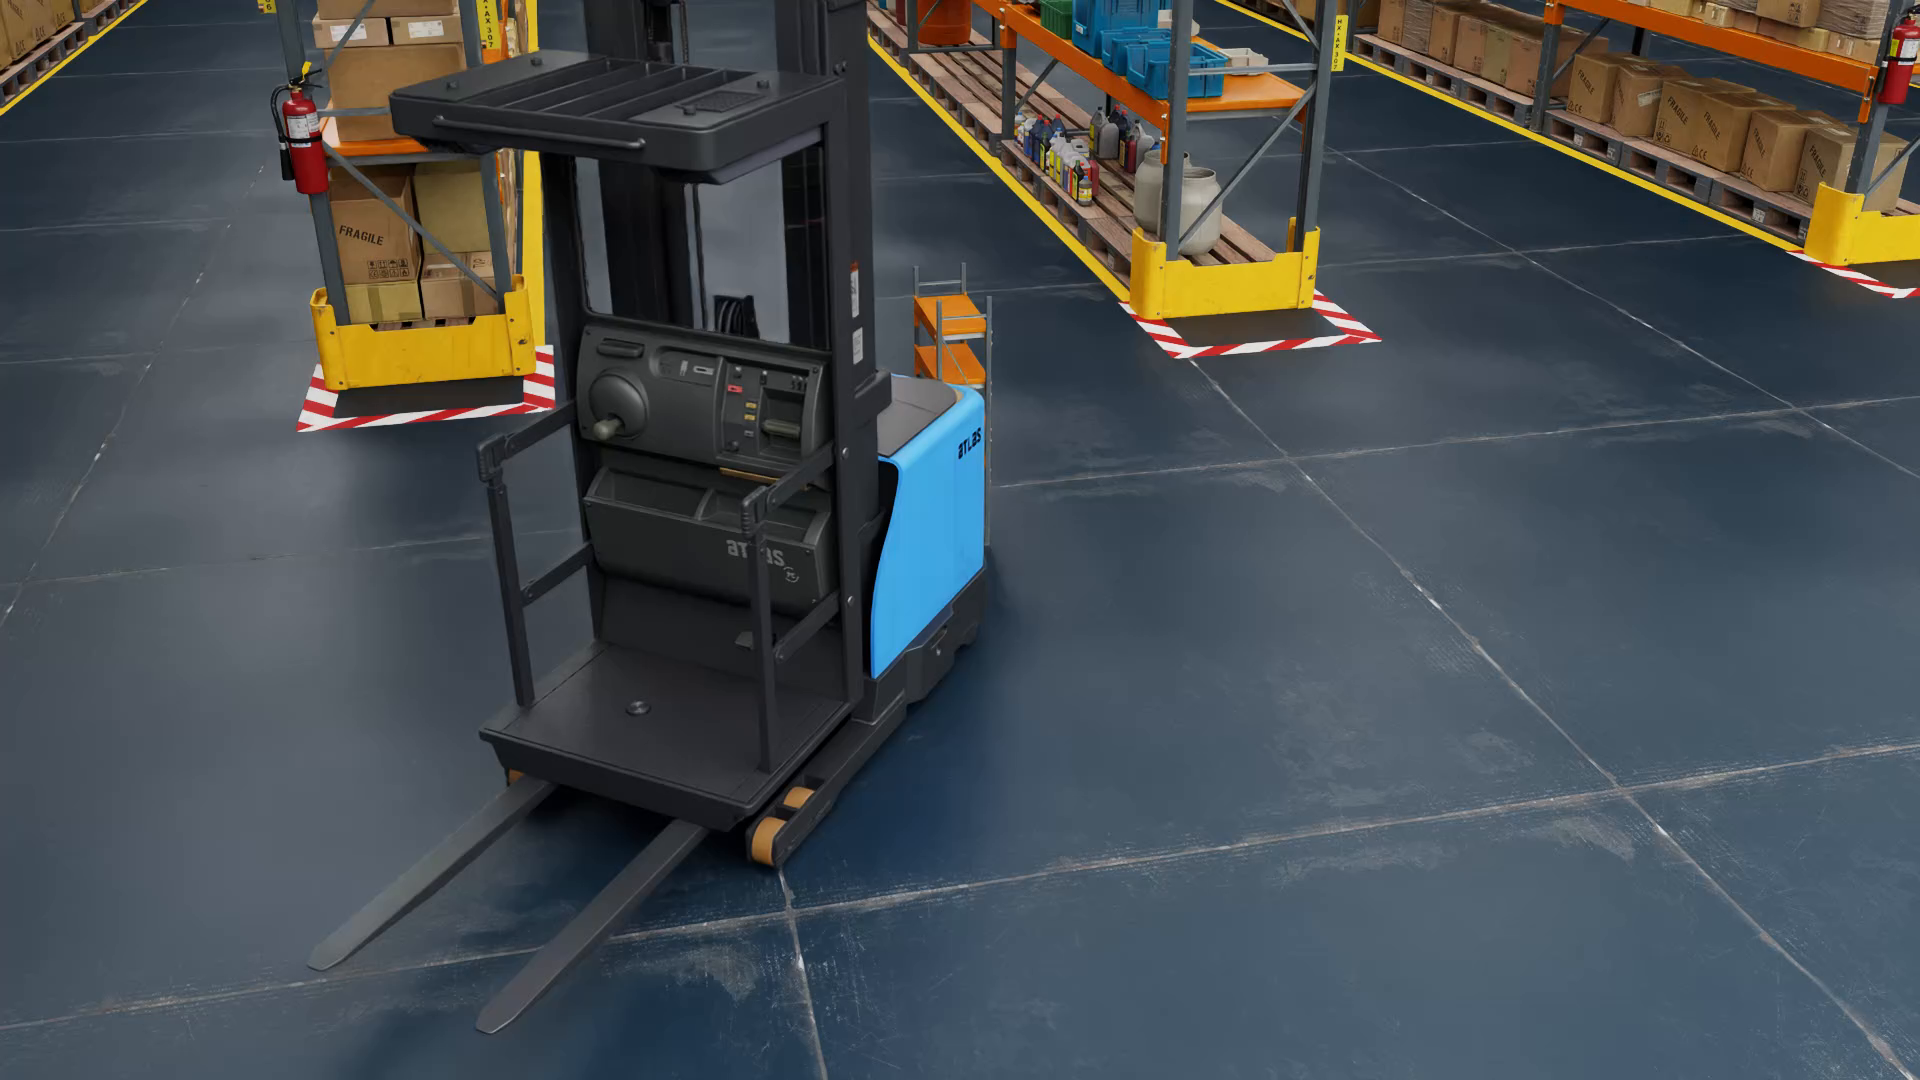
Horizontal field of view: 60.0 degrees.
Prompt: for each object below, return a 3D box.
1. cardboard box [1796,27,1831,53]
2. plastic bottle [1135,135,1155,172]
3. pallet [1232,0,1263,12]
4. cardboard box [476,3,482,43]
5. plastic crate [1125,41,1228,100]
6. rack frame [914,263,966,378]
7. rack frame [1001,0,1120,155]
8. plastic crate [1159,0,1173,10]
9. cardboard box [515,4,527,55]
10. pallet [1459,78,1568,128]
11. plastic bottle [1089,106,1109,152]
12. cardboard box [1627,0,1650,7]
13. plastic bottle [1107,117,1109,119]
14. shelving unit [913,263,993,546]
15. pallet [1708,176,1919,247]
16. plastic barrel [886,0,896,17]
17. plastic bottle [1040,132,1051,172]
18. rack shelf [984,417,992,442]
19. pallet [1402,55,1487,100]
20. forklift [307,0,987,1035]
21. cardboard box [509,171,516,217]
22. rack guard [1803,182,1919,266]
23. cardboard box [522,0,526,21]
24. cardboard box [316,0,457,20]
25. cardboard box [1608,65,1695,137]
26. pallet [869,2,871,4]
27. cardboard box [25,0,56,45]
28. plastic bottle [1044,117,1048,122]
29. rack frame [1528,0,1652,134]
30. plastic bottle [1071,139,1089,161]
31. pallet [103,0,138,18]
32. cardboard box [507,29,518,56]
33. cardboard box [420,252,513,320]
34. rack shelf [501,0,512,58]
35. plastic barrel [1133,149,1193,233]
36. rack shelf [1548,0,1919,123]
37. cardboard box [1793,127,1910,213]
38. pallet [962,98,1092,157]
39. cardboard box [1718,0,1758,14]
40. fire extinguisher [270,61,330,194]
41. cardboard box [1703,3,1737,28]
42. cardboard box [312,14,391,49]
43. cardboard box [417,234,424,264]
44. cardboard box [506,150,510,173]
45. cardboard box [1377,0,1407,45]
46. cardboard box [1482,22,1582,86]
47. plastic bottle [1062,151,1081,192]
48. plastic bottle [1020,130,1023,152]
[{"bbox_3d":[6.149,-3.539,11.711,0.380,0.149,0.250,-6,27,-12],"label":"cardboard box"},{"bbox_3d":[1.424,-3.015,12.929,0.152,0.276,0.135,-5,27,-11],"label":"plastic bottle"},{"bbox_3d":[4.120,-7.025,21.433,1.003,0.211,1.213,-6,27,-12],"label":"pallet"},{"bbox_3d":[-3.746,-3.704,11.648,0.700,0.500,0.500,-6,27,-12],"label":"cardboard box"},{"bbox_3d":[1.347,-2.953,10.436,0.499,0.251,0.616,-6,27,-12],"label":"plastic crate"},{"bbox_3d":[-0.092,-0.715,7.836,0.240,1.200,0.015,-6,27,-12],"label":"rack frame"},{"bbox_3d":[0.850,-4.586,13.506,1.000,3.000,0.127,-6,27,-12],"label":"rack frame"},{"bbox_3d":[1.364,-4.061,12.632,0.499,0.251,0.616,-6,27,-12],"label":"plastic crate"},{"bbox_3d":[-4.703,-5.150,16.909,0.500,0.500,0.500,-5,27,-9],"label":"cardboard box"},{"bbox_3d":[5.498,-4.185,15.808,1.003,0.211,1.213,-6,27,-12],"label":"pallet"},{"bbox_3d":[1.135,-3.331,13.473,0.144,0.351,0.185,-6,27,-12],"label":"plastic bottle"},{"bbox_3d":[5.639,-4.411,13.439,0.380,0.149,0.250,-6,27,-12],"label":"cardboard box"},{"bbox_3d":[1.235,-3.405,13.785,0.097,0.201,0.097,0,27,0],"label":"plastic bottle"},{"bbox_3d":[-0.037,-0.608,7.624,0.258,1.200,0.503,-6,27,-12],"label":"shelving unit"},{"bbox_3d":[6.411,-2.481,12.432,1.003,0.211,1.213,-6,27,-12],"label":"pallet"},{"bbox_3d":[-0.648,-6.366,19.329,0.421,0.512,0.421,0,27,0],"label":"plastic barrel"},{"bbox_3d":[0.666,-3.013,12.917,0.061,0.283,0.133,-5,27,-9],"label":"plastic bottle"},{"bbox_3d":[-0.037,-0.548,7.654,0.258,0.148,0.480,-6,27,-12],"label":"rack shelf"},{"bbox_3d":[5.220,-4.722,16.871,1.003,0.211,1.213,-6,27,-12],"label":"pallet"},{"bbox_3d":[-0.961,-0.435,5.359,1.130,2.935,3.031,12,29,22],"label":"forklift"},{"bbox_3d":[-3.430,-2.424,11.810,0.500,0.250,0.500,-6,27,-12],"label":"cardboard box"},{"bbox_3d":[6.559,-2.250,11.653,1.175,0.500,0.348,-6,27,-12],"label":"rack guard"},{"bbox_3d":[-5.174,-6.051,18.696,0.500,0.500,0.500,-6,27,-11],"label":"cardboard box"},{"bbox_3d":[-3.180,-3.182,9.174,0.700,0.500,0.500,-6,27,-11],"label":"cardboard box"},{"bbox_3d":[5.863,-3.730,14.119,0.500,0.500,0.500,2,27,5],"label":"cardboard box"},{"bbox_3d":[-1.157,-7.172,21.724,1.003,0.211,1.213,-6,27,-12],"label":"pallet"},{"bbox_3d":[-10.129,-5.657,17.549,0.750,0.750,0.750,-5,27,-10],"label":"cardboard box"},{"bbox_3d":[0.697,-3.257,13.400,0.061,0.283,0.133,-6,27,-12],"label":"plastic bottle"},{"bbox_3d":[5.675,-5.089,14.503,1.000,3.000,0.127,-6,27,-12],"label":"rack frame"},{"bbox_3d":[0.904,-2.926,12.753,0.152,0.276,0.135,-6,27,-12],"label":"plastic bottle"},{"bbox_3d":[-10.979,-6.725,20.840,1.003,0.211,1.213,-6,27,-12],"label":"pallet"},{"bbox_3d":[-4.397,-4.618,15.534,0.500,0.311,0.500,-6,27,-12],"label":"cardboard box"},{"bbox_3d":[-2.980,-1.546,10.070,0.500,0.250,0.500,-6,27,-12],"label":"cardboard box"},{"bbox_3d":[-4.428,-4.641,14.415,1.077,0.370,4.000,-6,27,-12],"label":"rack shelf"},{"bbox_3d":[1.415,-2.408,11.486,0.421,0.512,0.421,0,27,0],"label":"plastic barrel"},{"bbox_3d":[6.126,-3.889,12.925,1.077,0.370,4.000,-6,27,-12],"label":"rack shelf"},{"bbox_3d":[6.452,-2.680,12.039,0.500,0.500,0.500,-1,27,-2],"label":"cardboard box"},{"bbox_3d":[0.635,-3.682,14.810,1.003,0.211,1.213,-6,27,-12],"label":"pallet"},{"bbox_3d":[6.179,-4.185,12.272,0.875,0.500,0.500,-6,27,-12],"label":"cardboard box"},{"bbox_3d":[-3.502,-2.195,8.855,0.296,0.674,0.183,-6,27,-12],"label":"fire extinguisher"},{"bbox_3d":[5.871,-3.972,12.570,0.380,0.149,0.250,-6,27,-12],"label":"cardboard box"},{"bbox_3d":[-3.348,-2.811,9.159,0.380,0.149,0.250,-6,27,-12],"label":"cardboard box"},{"bbox_3d":[-3.609,-1.712,10.398,0.500,0.250,0.500,-6,27,-12],"label":"cardboard box"},{"bbox_3d":[-3.442,-2.758,11.638,0.500,0.500,0.500,-6,27,-12],"label":"cardboard box"},{"bbox_3d":[4.944,-5.633,17.867,0.700,0.500,0.500,-7,28,-14],"label":"cardboard box"},{"bbox_3d":[5.469,-4.652,15.924,0.700,0.500,0.500,-6,27,-12],"label":"cardboard box"},{"bbox_3d":[0.849,-2.746,12.396,0.152,0.276,0.135,-7,28,-13],"label":"plastic bottle"},{"bbox_3d":[0.540,-3.259,13.495,0.097,0.201,0.097,0,27,0],"label":"plastic bottle"}]
